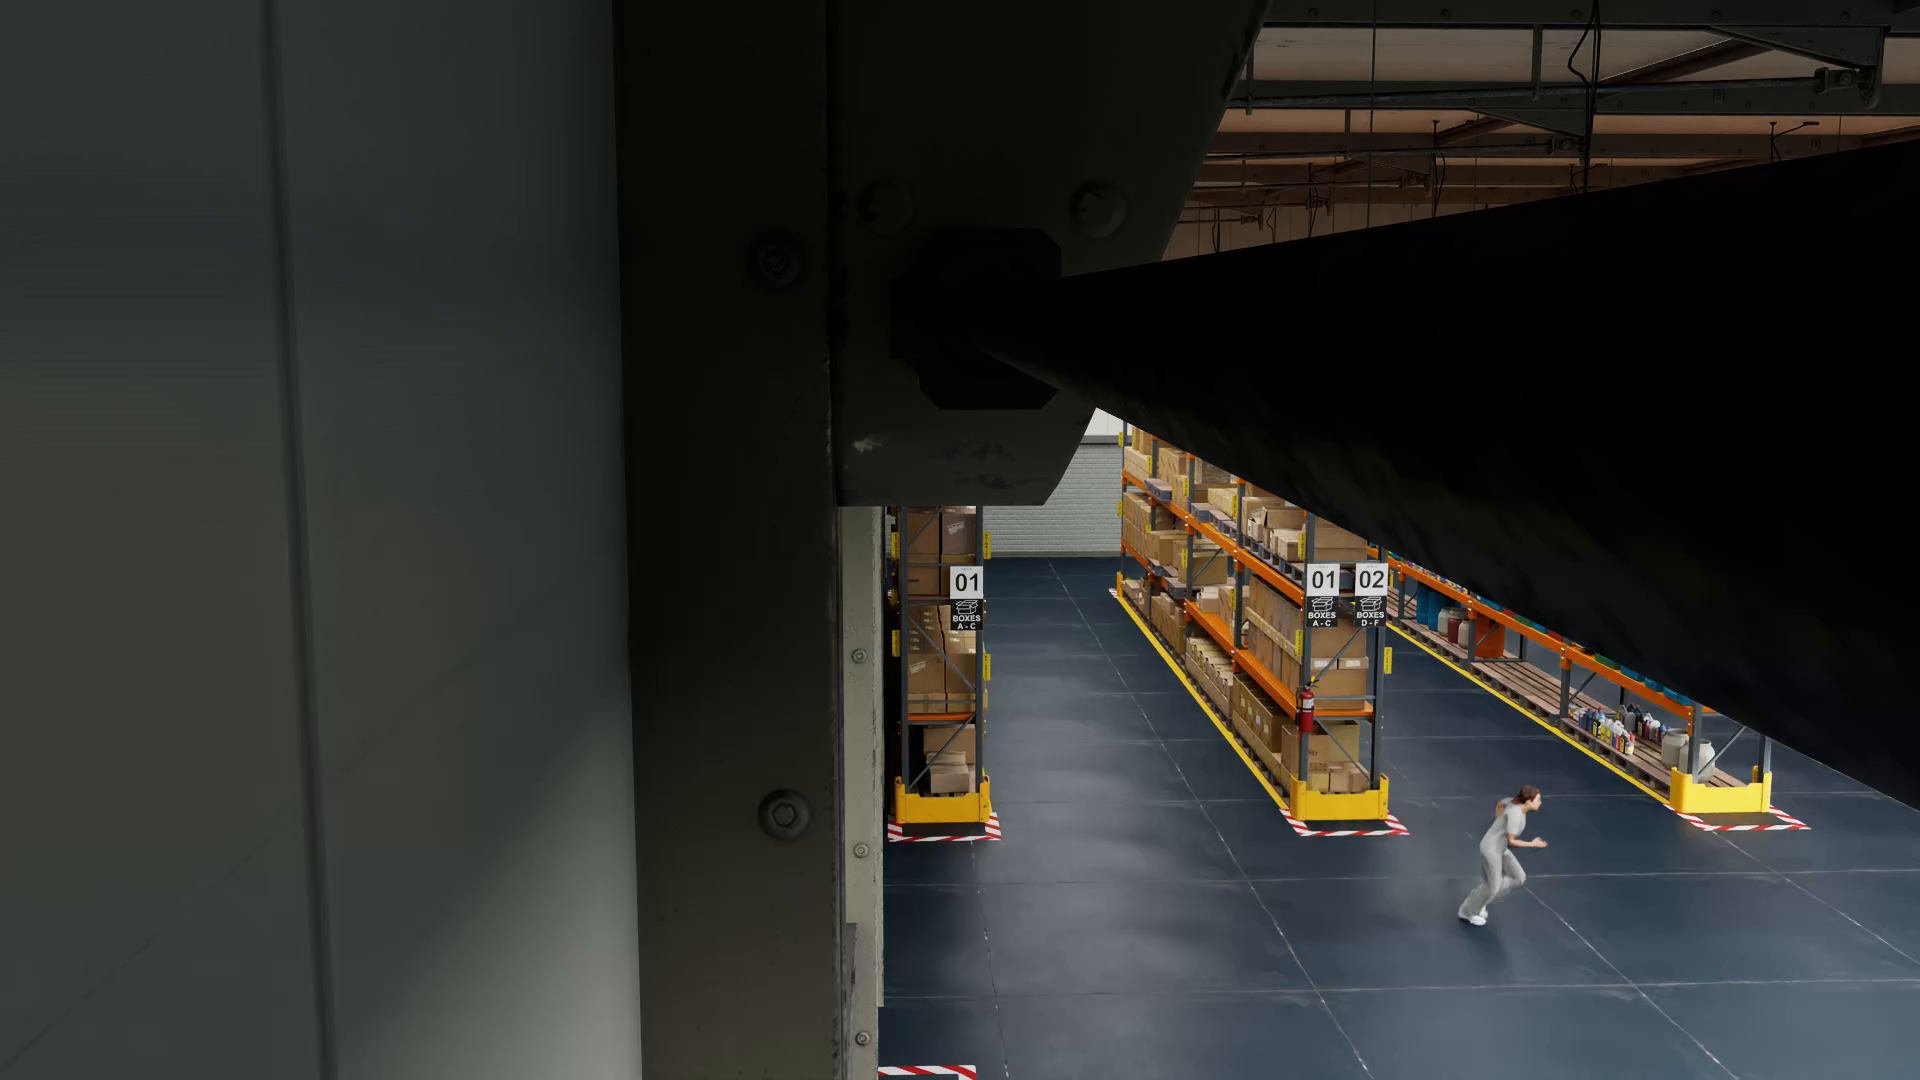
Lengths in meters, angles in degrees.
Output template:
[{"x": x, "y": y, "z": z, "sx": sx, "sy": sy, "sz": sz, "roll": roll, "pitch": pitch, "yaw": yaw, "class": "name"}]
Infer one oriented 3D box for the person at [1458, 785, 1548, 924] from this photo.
[{"x": 5.573, "y": 3.206, "z": 17.036, "sx": 0.846, "sy": 1.510, "sz": 0.591, "roll": 4, "pitch": 9, "yaw": 25, "class": "person"}]
